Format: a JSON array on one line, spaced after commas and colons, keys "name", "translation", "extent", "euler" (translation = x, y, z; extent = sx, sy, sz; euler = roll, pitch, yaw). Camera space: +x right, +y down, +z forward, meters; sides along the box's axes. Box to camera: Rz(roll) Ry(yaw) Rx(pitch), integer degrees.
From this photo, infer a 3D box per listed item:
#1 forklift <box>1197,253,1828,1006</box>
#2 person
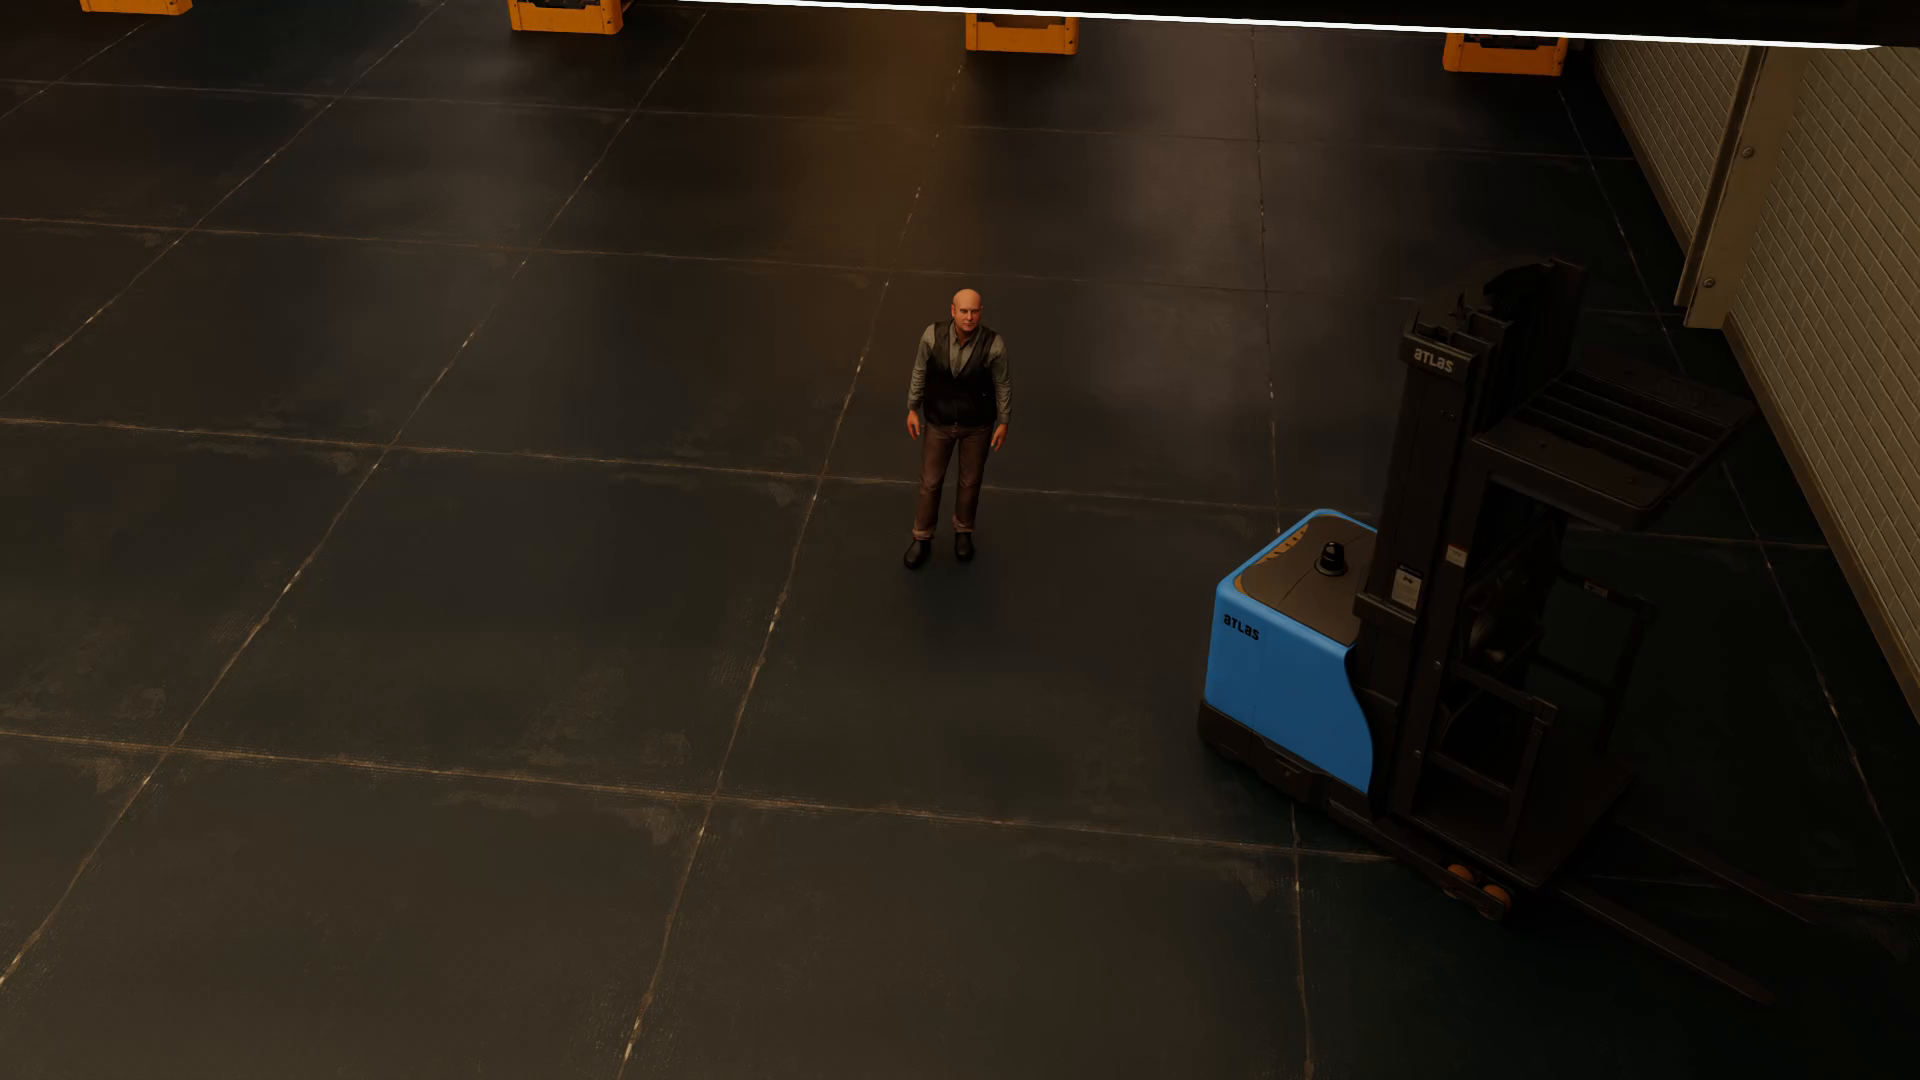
[{"name": "forklift", "translation": [2.702, 0.297, 7.627], "extent": [3.031, 2.935, 1.130], "euler": [29, 45, 33]}, {"name": "person", "translation": [-0.017, -0.658, 9.930], "extent": [0.632, 1.720, 0.552], "euler": [4, 37, 6]}]
